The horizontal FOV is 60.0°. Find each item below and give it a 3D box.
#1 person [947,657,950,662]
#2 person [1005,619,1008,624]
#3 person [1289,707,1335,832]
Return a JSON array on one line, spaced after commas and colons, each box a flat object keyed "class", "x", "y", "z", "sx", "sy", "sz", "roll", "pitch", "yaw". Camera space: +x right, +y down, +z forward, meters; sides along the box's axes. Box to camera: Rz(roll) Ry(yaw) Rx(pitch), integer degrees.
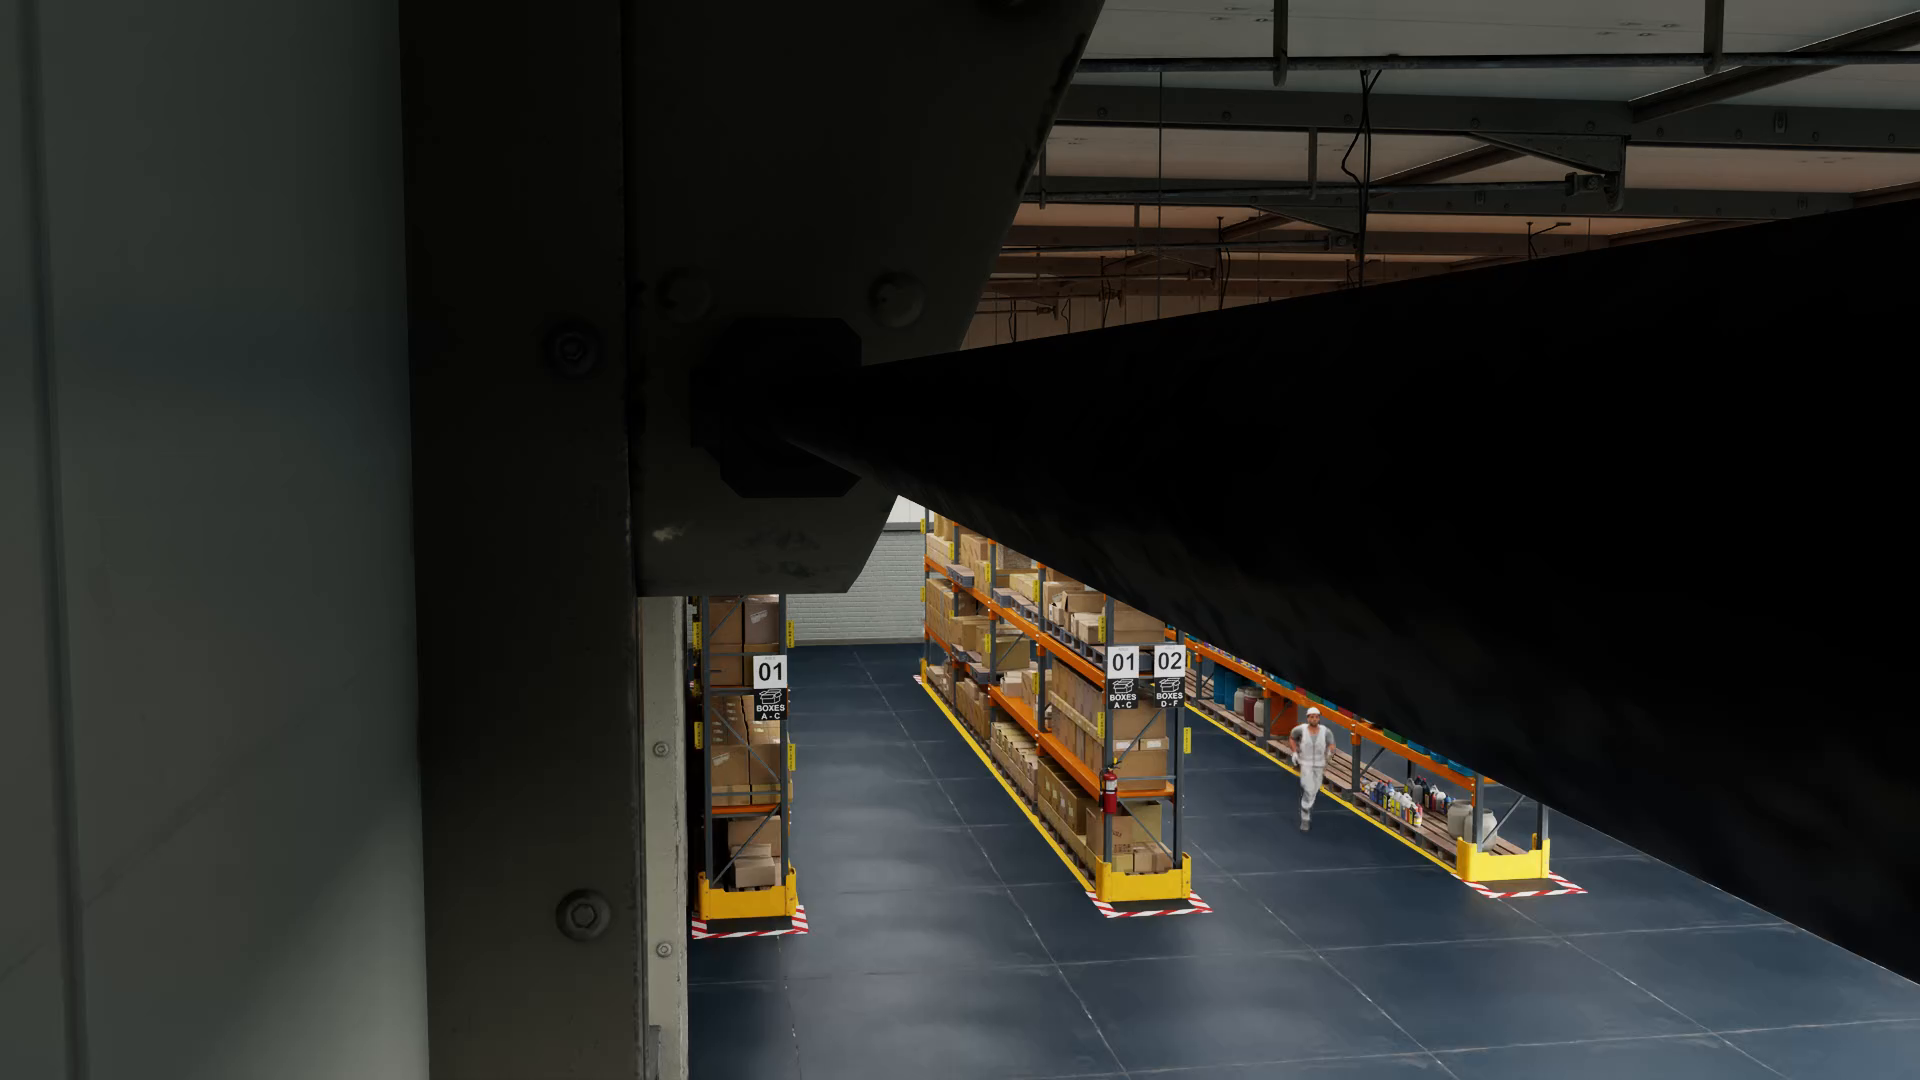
[{"class": "person", "x": 0.088, "y": 2.172, "z": 37.846, "sx": 0.825, "sy": 1.678, "sz": 0.624, "roll": 0, "pitch": 5, "yaw": 5}, {"class": "person", "x": 0.913, "y": 2.187, "z": 37.425, "sx": 0.570, "sy": 1.728, "sz": 0.666, "roll": 3, "pitch": 6, "yaw": 27}, {"class": "person", "x": 5.140, "y": 3.319, "z": 24.234, "sx": 0.615, "sy": 1.817, "sz": 0.824, "roll": 0, "pitch": 5, "yaw": -3}]
